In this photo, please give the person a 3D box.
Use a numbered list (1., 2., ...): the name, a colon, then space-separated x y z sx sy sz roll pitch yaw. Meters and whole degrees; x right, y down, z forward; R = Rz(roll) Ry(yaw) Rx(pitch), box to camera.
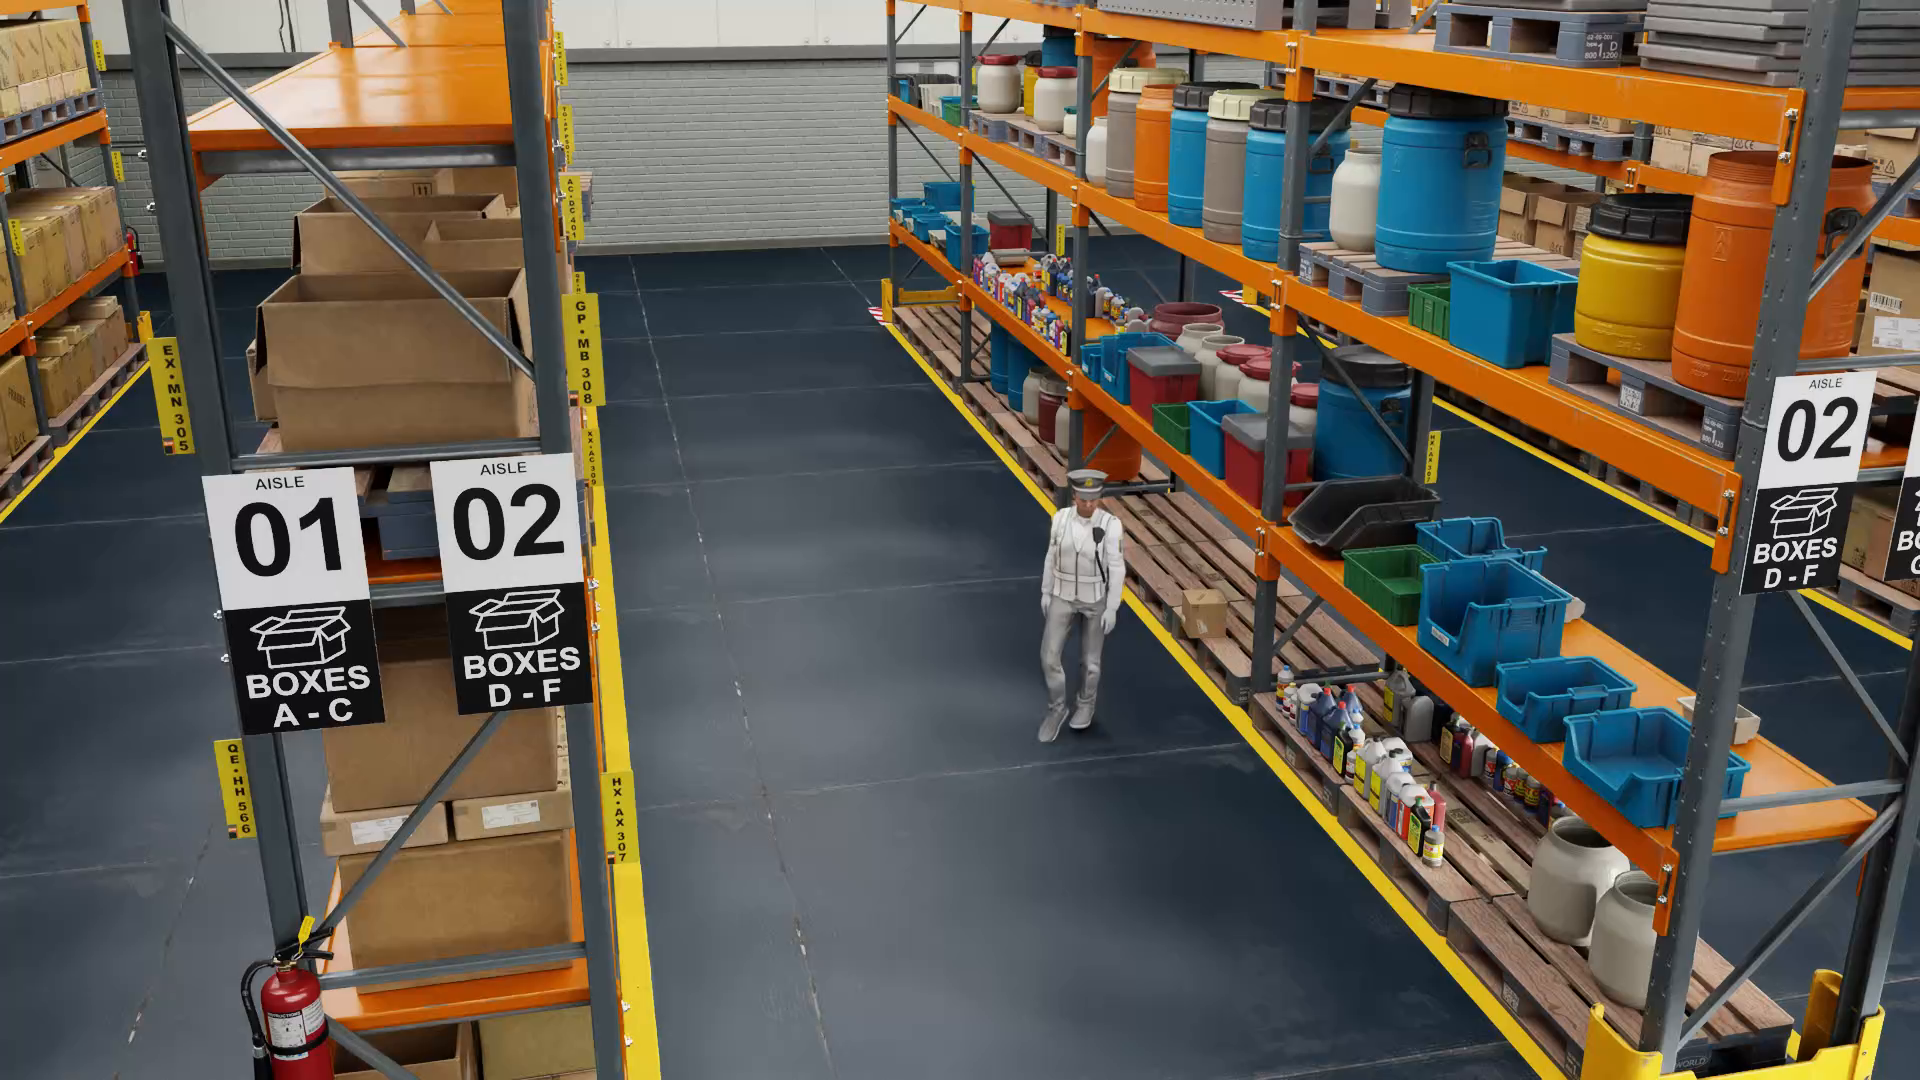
1. person: 0.721 0.405 9.956 0.527 1.717 0.487 5 20 15
